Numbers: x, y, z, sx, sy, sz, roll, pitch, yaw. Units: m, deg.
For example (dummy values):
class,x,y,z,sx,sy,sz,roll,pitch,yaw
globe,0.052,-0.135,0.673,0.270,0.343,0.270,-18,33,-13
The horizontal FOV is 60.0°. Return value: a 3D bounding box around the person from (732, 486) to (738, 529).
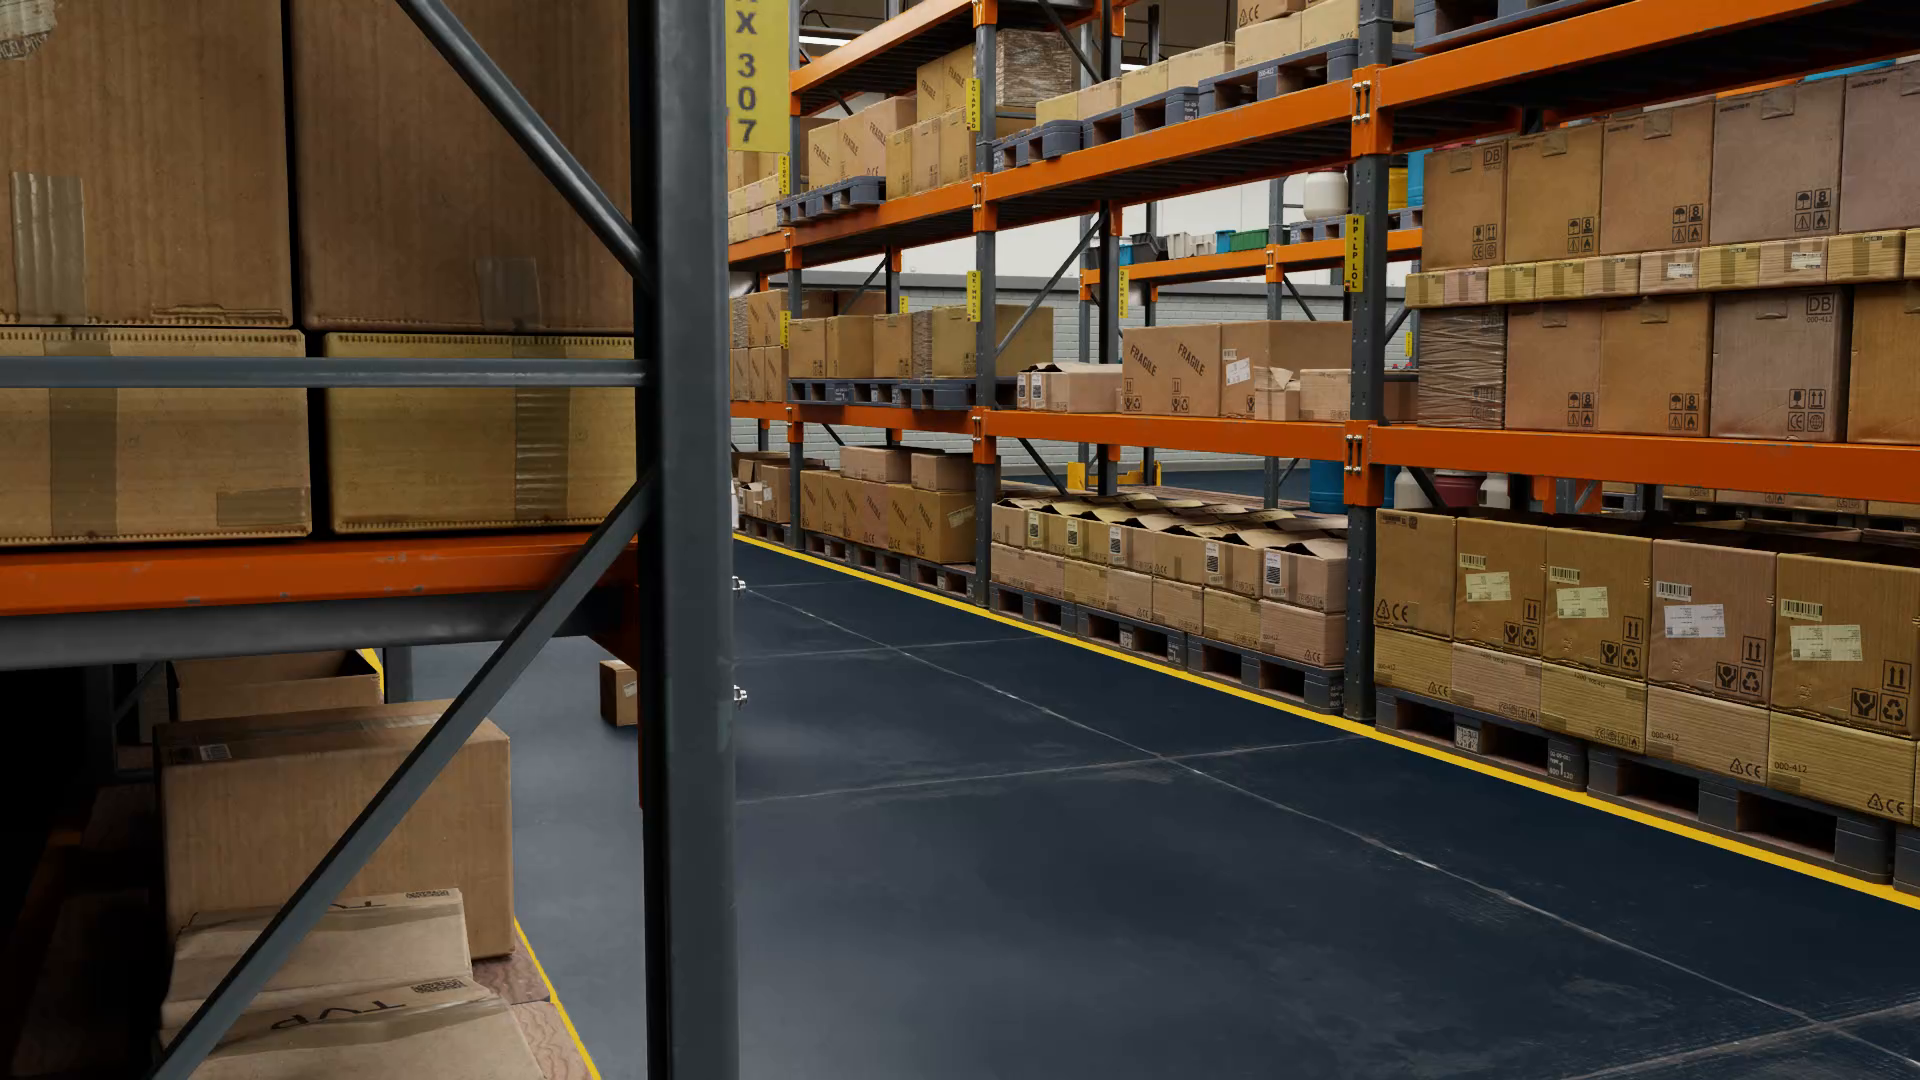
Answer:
class,x,y,z,sx,sy,sz,roll,pitch,yaw
person,-1.247,-0.042,7.411,0.472,1.666,0.546,-2,6,-24
